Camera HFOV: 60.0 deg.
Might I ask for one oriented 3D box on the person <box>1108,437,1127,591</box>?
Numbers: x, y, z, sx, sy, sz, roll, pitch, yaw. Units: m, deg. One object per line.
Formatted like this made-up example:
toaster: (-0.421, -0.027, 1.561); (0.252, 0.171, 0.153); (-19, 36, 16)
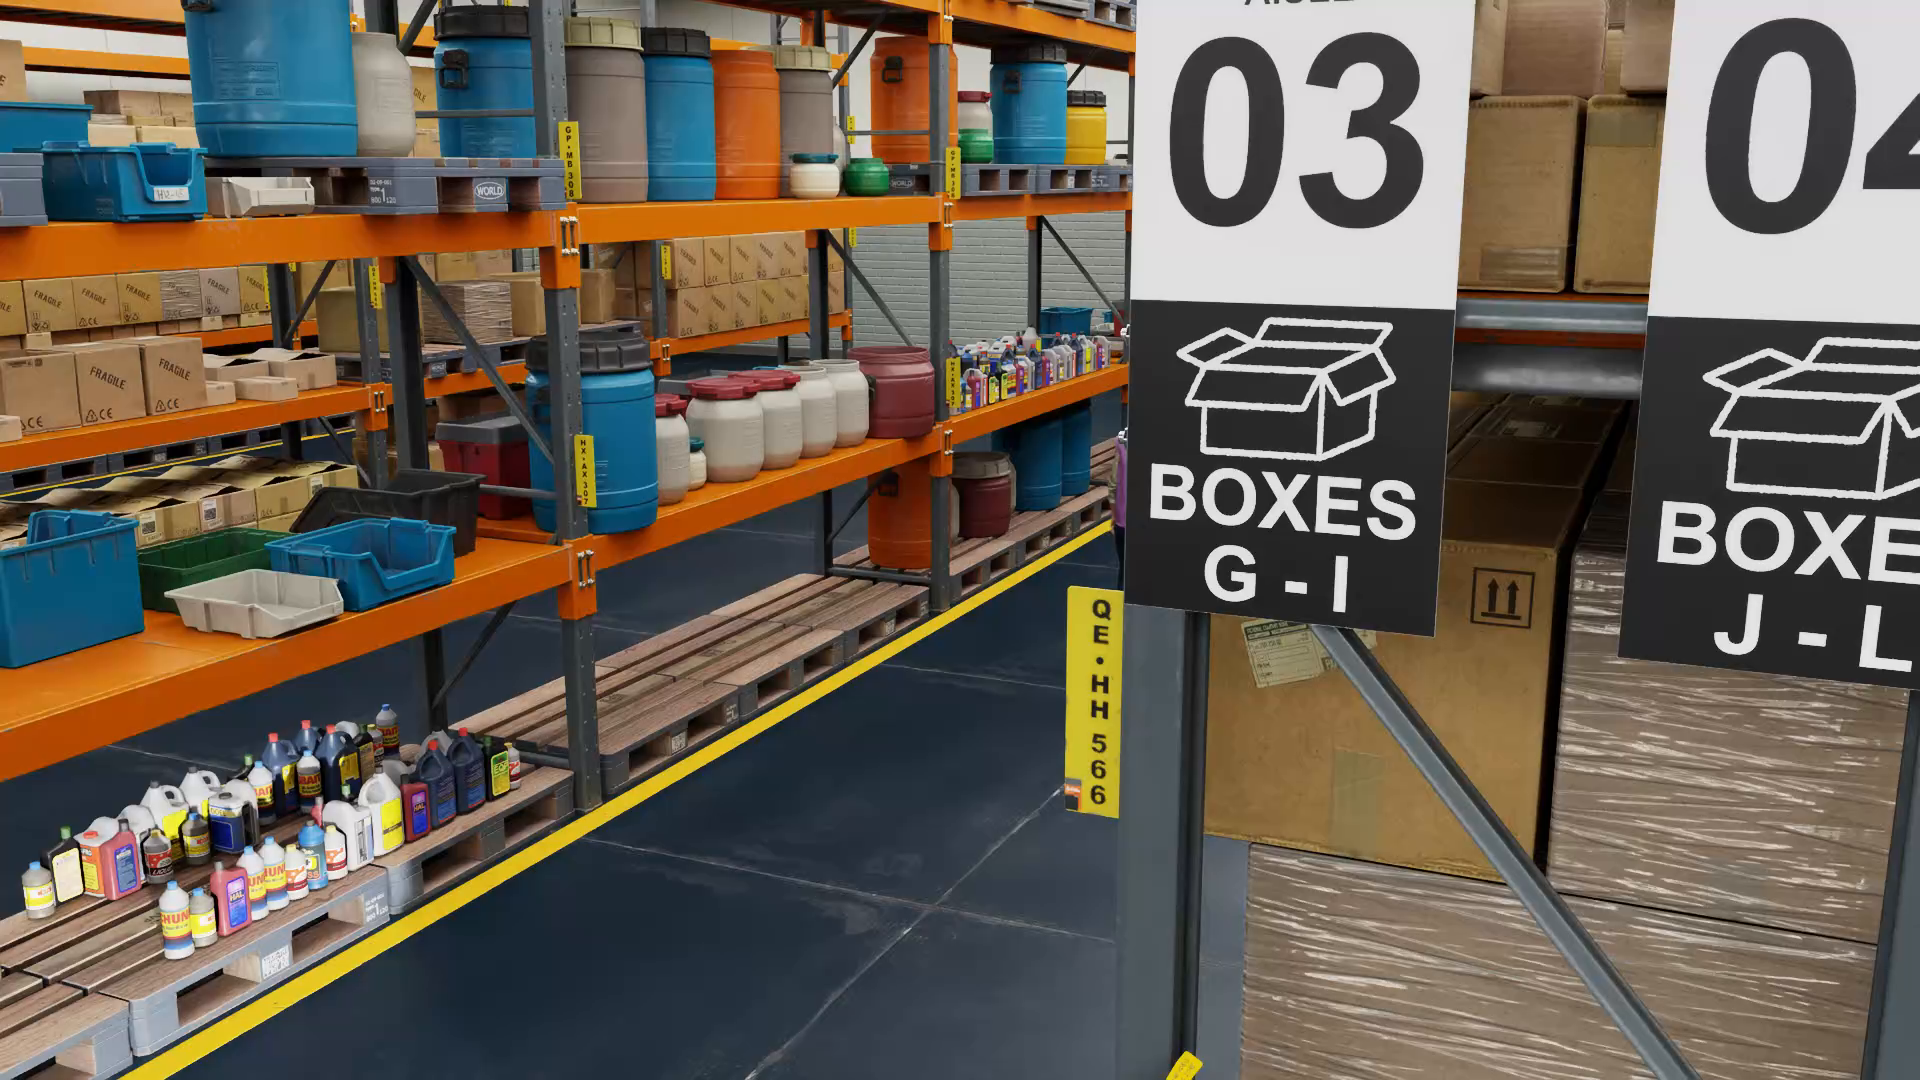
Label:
person: (1.157, -0.111, 10.498); (0.464, 1.593, 0.346); (5, 14, 23)
